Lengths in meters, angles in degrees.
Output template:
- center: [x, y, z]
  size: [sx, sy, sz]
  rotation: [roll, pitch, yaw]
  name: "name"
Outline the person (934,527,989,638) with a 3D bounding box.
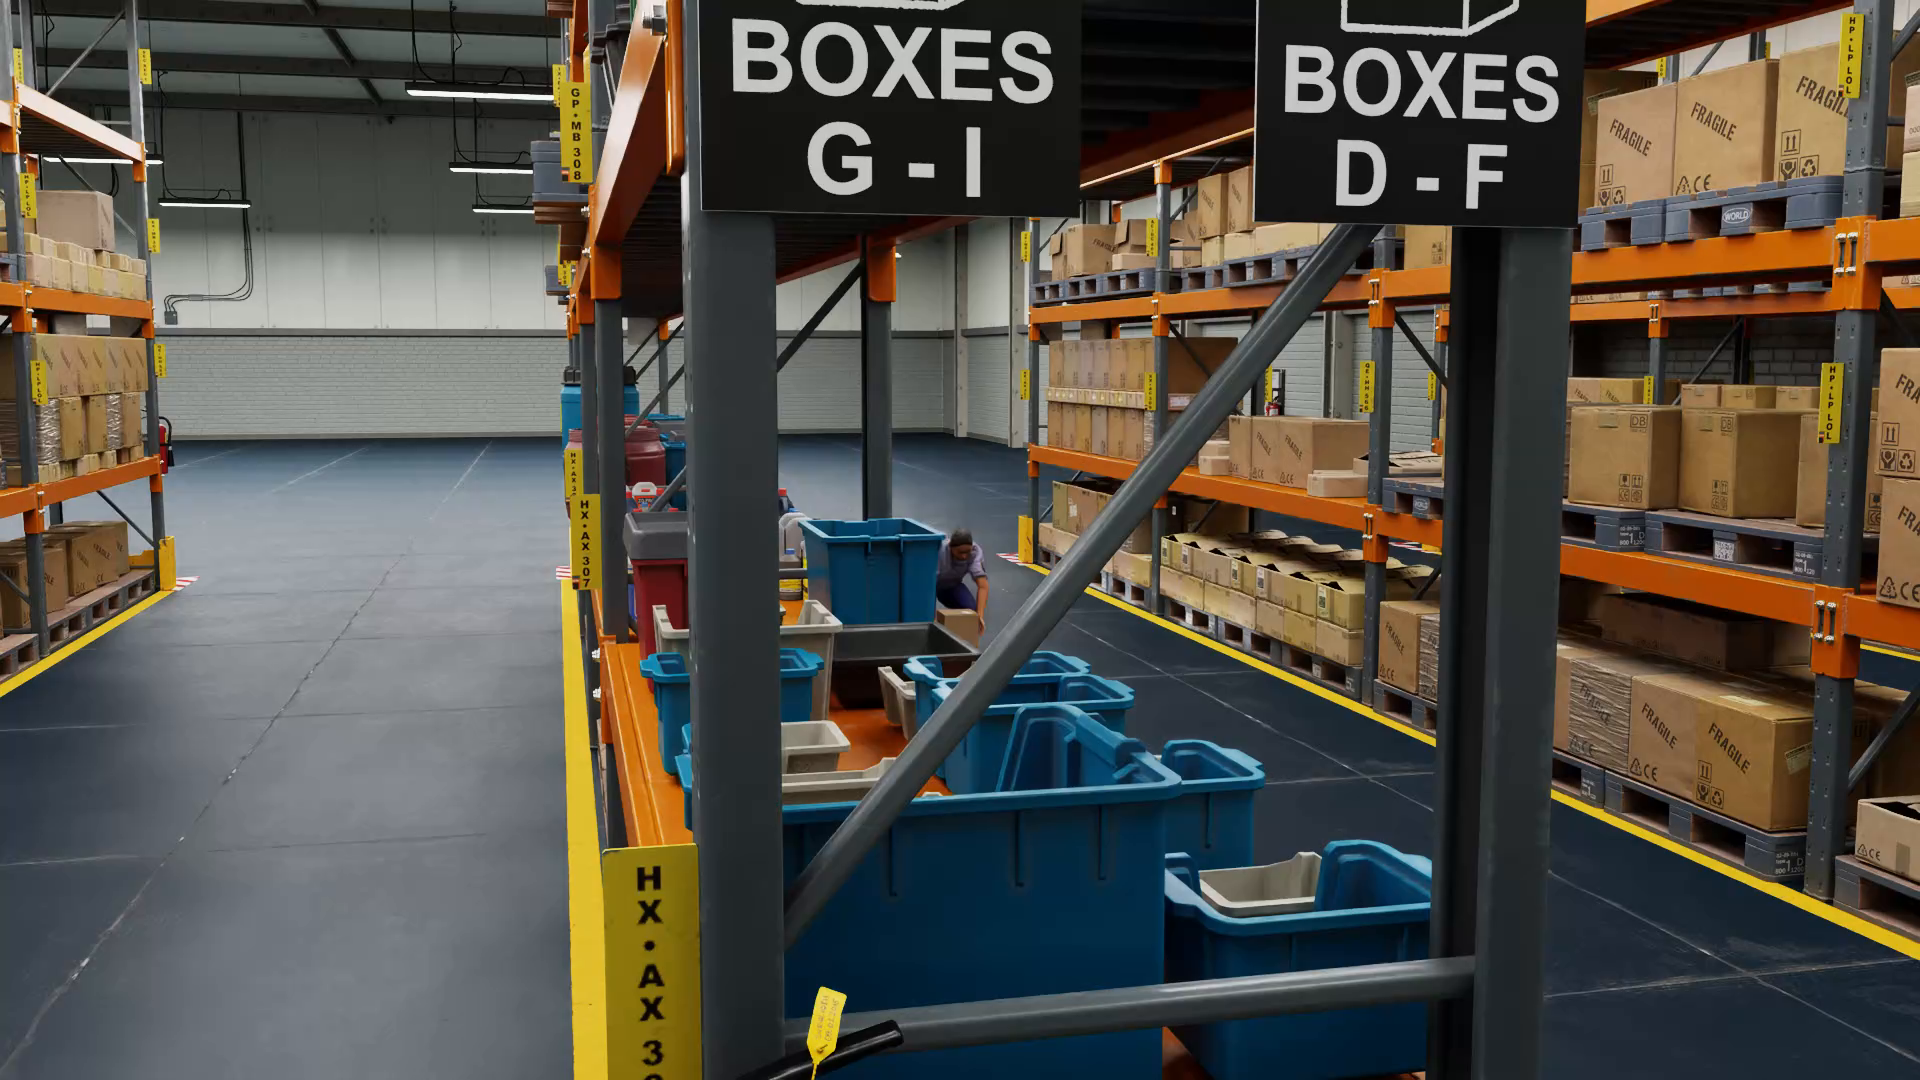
- center: [-0.090, 0.402, 12.342]
  size: [0.531, 1.053, 0.783]
  rotation: [-2, 6, -14]
  name: "person"
